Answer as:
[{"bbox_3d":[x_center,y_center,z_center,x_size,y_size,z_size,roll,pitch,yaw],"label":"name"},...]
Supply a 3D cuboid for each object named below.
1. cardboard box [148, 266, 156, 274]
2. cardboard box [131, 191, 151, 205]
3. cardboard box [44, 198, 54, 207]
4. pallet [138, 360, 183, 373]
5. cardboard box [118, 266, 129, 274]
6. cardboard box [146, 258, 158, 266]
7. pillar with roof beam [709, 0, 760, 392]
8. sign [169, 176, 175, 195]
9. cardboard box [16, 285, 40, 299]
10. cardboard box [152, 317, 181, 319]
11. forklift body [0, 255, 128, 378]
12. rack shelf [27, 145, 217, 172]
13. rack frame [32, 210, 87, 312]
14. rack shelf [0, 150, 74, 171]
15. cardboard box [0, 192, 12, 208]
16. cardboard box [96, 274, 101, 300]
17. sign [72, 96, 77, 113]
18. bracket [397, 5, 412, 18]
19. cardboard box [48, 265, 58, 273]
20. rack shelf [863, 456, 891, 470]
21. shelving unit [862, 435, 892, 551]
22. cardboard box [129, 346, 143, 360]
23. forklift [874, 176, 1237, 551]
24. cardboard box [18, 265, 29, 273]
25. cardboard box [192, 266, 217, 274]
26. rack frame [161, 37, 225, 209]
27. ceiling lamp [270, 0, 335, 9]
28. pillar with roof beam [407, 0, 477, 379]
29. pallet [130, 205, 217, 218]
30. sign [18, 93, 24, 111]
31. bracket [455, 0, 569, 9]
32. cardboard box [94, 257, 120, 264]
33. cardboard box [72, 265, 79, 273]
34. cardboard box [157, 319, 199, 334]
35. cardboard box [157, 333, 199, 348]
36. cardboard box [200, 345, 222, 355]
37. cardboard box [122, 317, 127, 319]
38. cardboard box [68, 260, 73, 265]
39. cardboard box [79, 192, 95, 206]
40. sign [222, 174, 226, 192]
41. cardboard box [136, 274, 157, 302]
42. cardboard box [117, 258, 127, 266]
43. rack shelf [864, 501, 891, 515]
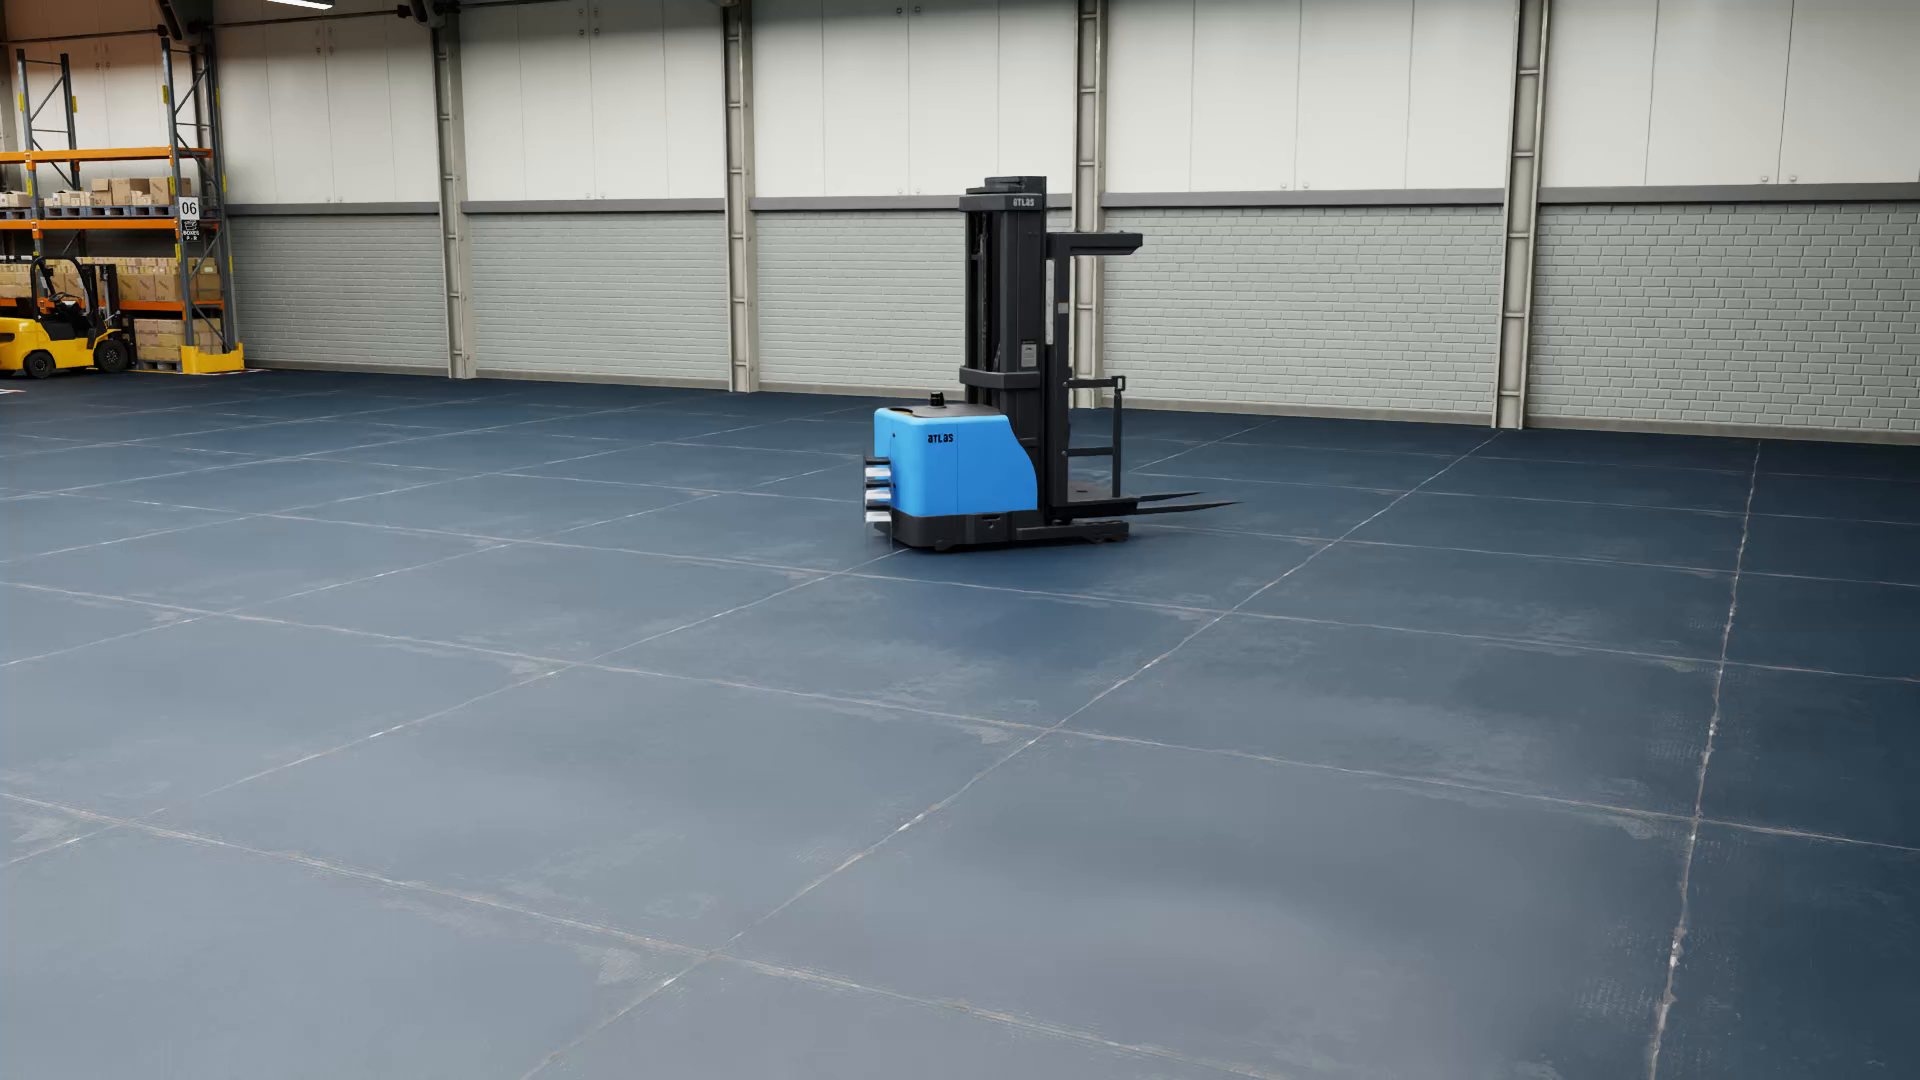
[{"bbox_3d":[-14.940,-5.052,31.120,0.250,0.149,0.380,5,12,27],"label":"cardboard box"},{"bbox_3d":[-15.162,-6.358,30.933,0.258,0.266,0.396,5,11,26],"label":"cardboard box"},{"bbox_3d":[-17.376,-6.495,32.018,0.250,0.149,0.380,5,12,27],"label":"cardboard box"},{"bbox_3d":[-14.761,-3.337,31.575,1.213,0.211,1.003,5,11,26],"label":"pallet"},{"bbox_3d":[-15.653,-5.104,31.405,0.250,0.149,0.380,5,11,26],"label":"cardboard box"},{"bbox_3d":[-14.953,-5.196,31.078,0.250,0.149,0.380,5,12,27],"label":"cardboard box"},{"bbox_3d":[-5.426,-6.173,22.572,0.548,9.000,9.100,5,11,26],"label":"pillar with roof beam"},{"bbox_3d":[-14.309,-6.443,30.219,0.005,0.325,0.100,5,11,26],"label":"sign"},{"bbox_3d":[-18.212,-4.895,32.775,0.500,0.250,0.500,5,12,27],"label":"cardboard box"},{"bbox_3d":[-15.297,-4.149,31.967,0.500,0.250,0.500,5,11,25],"label":"cardboard box"},{"bbox_3d":[-16.564,-4.096,30.322,1.214,2.155,2.313,5,11,26],"label":"forklift body"},{"bbox_3d":[-15.850,-7.214,31.467,4.000,0.370,1.077,5,11,26],"label":"rack shelf"},{"bbox_3d":[-17.644,-4.971,32.773,0.127,3.000,1.000,5,11,26],"label":"rack frame"},{"bbox_3d":[-19.437,-7.530,33.209,4.000,0.370,1.077,5,11,26],"label":"rack shelf"},{"bbox_3d":[-19.089,-6.737,32.901,0.500,0.311,0.500,5,11,24],"label":"cardboard box"},{"bbox_3d":[-16.432,-4.865,31.908,0.500,0.500,0.500,5,11,25],"label":"cardboard box"},{"bbox_3d":[-17.376,-8.547,32.620,0.005,0.325,0.100,5,11,26],"label":"sign"},{"bbox_3d":[-9.431,-9.081,28.530,0.430,0.232,0.235,5,11,26],"label":"bracket"},{"bbox_3d":[-17.474,-5.272,32.335,0.250,0.149,0.380,5,11,25],"label":"cardboard box"},{"bbox_3d":[-0.664,-0.613,13.264,0.200,0.077,0.258,-1,10,-8],"label":"rack shelf"},{"bbox_3d":[-0.664,-0.381,13.306,0.210,0.900,0.258,-1,10,-8],"label":"shelving unit"},{"bbox_3d":[-15.504,-3.577,31.615,0.500,0.250,0.500,5,11,26],"label":"cardboard box"},{"bbox_3d":[0.849,-1.498,13.779,3.031,2.935,1.130,-4,11,-22],"label":"forklift"},{"bbox_3d":[-18.288,-5.348,32.755,0.250,0.149,0.380,5,11,25],"label":"cardboard box"},{"bbox_3d":[-14.246,-5.092,31.341,0.250,0.149,0.380,5,11,24],"label":"cardboard box"},{"bbox_3d":[-14.057,-7.608,30.497,0.127,3.000,1.000,5,11,26],"label":"rack frame"},{"bbox_3d":[-9.680,-9.331,23.629,0.800,3.185,2.000,5,11,26],"label":"ceiling lamp"},{"bbox_3d":[-10.806,-6.646,25.184,0.548,9.000,9.100,5,11,26],"label":"pillar with roof beam"},{"bbox_3d":[-14.679,-6.148,31.102,1.213,0.211,1.003,5,11,26],"label":"pallet"},{"bbox_3d":[-17.873,-8.334,31.664,0.005,0.325,0.100,5,11,26],"label":"sign"},{"bbox_3d":[-6.361,-8.811,27.039,4.783,0.066,0.076,5,11,26],"label":"bracket"},{"bbox_3d":[-16.299,-5.324,31.788,0.250,0.149,0.380,5,11,26],"label":"cardboard box"},{"bbox_3d":[-16.807,-5.204,31.962,0.250,0.149,0.380,5,12,27],"label":"cardboard box"},{"bbox_3d":[-14.608,-3.988,31.075,0.500,0.250,0.500,5,12,28],"label":"cardboard box"},{"bbox_3d":[-14.632,-3.744,31.130,0.500,0.250,0.500,5,11,25],"label":"cardboard box"},{"bbox_3d":[-14.411,-3.579,31.625,0.500,0.250,0.500,5,11,26],"label":"cardboard box"},{"bbox_3d":[-15.976,-4.106,31.730,0.500,0.250,0.500,5,11,25],"label":"cardboard box"},{"bbox_3d":[-16.982,-5.388,32.142,0.250,0.149,0.380,5,11,25],"label":"cardboard box"},{"bbox_3d":[-16.447,-6.471,31.557,0.258,0.266,0.396,5,11,24],"label":"cardboard box"},{"bbox_3d":[-13.806,-6.689,31.166,0.005,0.325,0.100,5,11,26],"label":"sign"},{"bbox_3d":[-15.075,-4.744,31.239,0.500,0.500,0.500,5,12,28],"label":"cardboard box"},{"bbox_3d":[-15.660,-5.249,31.375,0.250,0.149,0.380,5,12,27],"label":"cardboard box"},{"bbox_3d":[-0.664,-0.259,13.328,0.200,0.077,0.258,-1,10,-8],"label":"rack shelf"}]
